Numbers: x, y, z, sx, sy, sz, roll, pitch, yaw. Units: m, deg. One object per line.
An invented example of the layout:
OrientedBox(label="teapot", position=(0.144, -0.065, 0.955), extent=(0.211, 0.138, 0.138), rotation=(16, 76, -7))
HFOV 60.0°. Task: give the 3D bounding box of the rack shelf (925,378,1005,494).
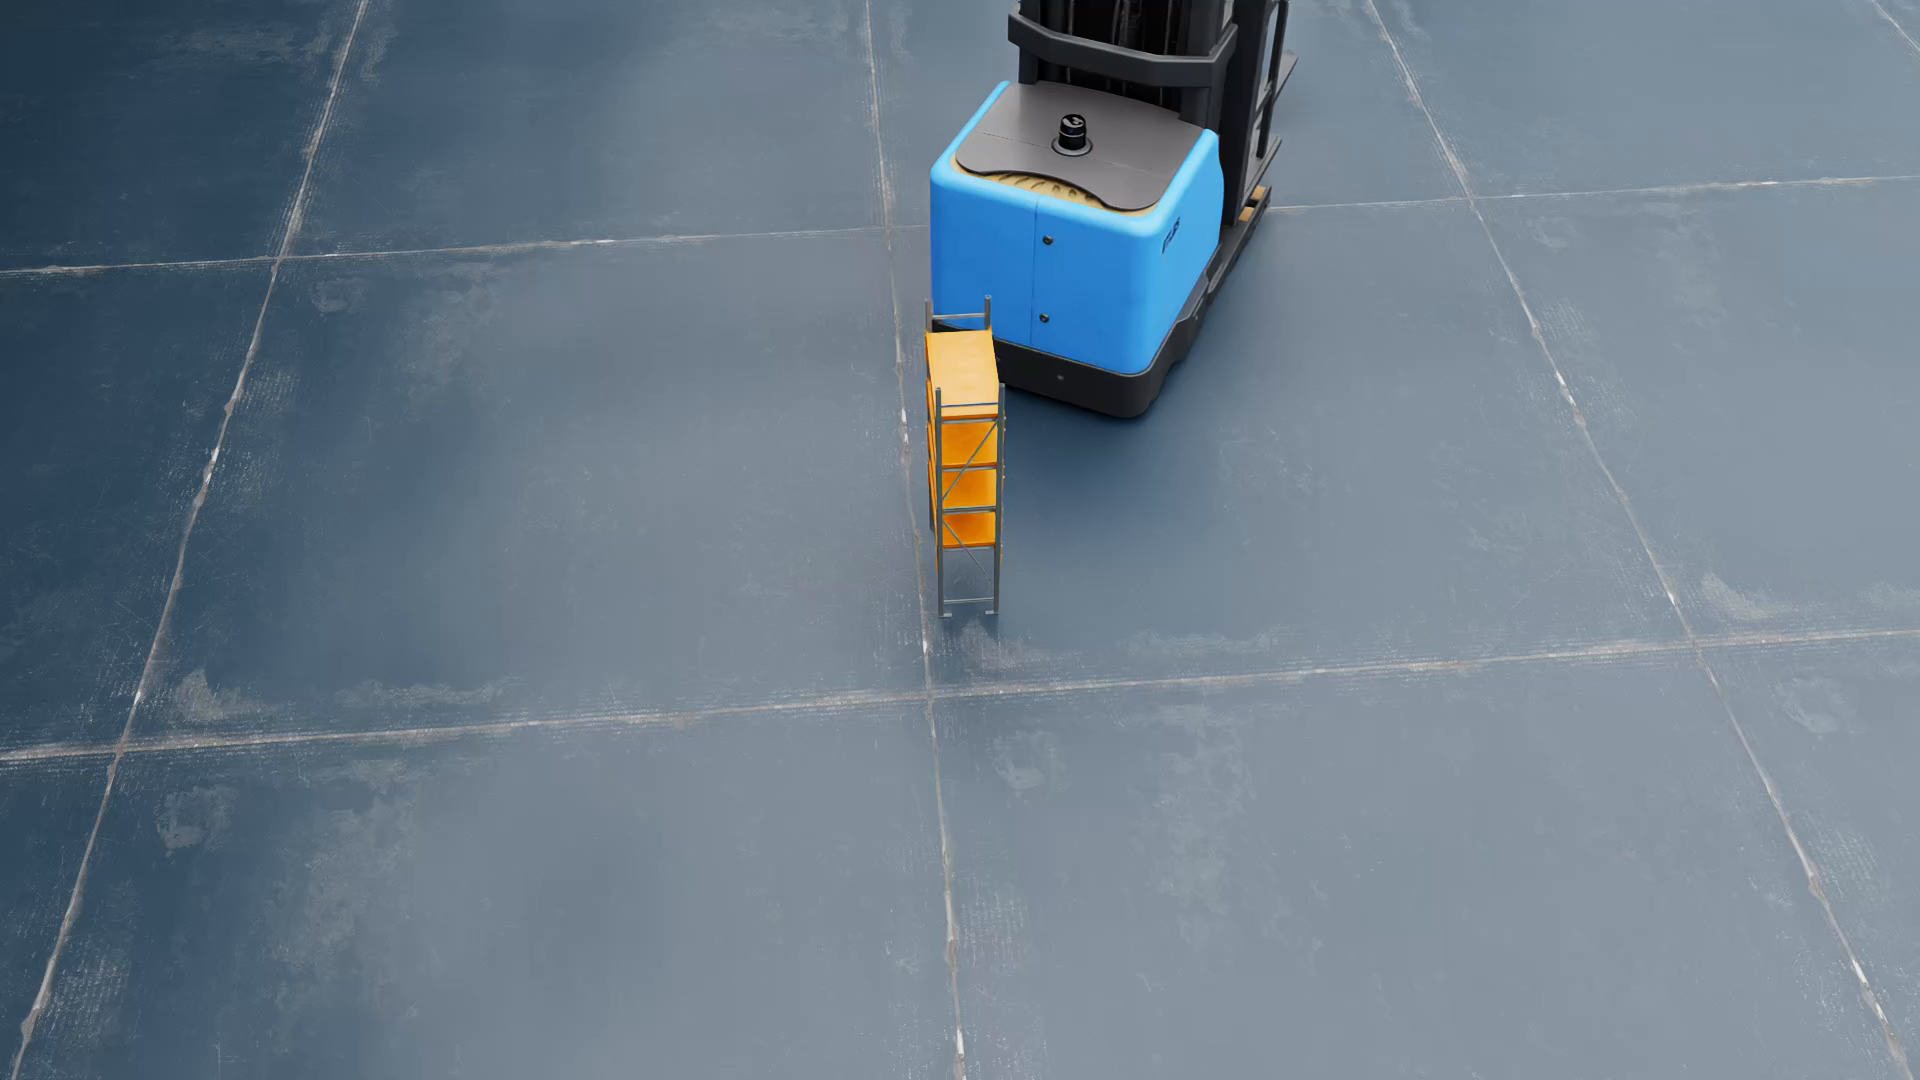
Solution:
OrientedBox(label="rack shelf", position=(0.014, -0.400, 6.224), extent=(0.258, 0.148, 0.480), rotation=(-3, 47, -3))

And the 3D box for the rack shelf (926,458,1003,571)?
OrientedBox(label="rack shelf", position=(0.014, -0.110, 6.530), extent=(0.258, 0.148, 0.480), rotation=(-3, 47, -3))

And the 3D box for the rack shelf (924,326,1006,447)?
OrientedBox(label="rack shelf", position=(0.014, -0.563, 6.052), extent=(0.258, 0.148, 0.480), rotation=(-3, 47, -3))

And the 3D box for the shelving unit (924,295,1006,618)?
OrientedBox(label="shelving unit", position=(0.014, -0.293, 6.337), extent=(0.258, 1.200, 0.503), rotation=(-3, 47, -3))

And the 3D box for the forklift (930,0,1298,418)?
OrientedBox(label="forklift", position=(0.924, -2.627, 7.356), extent=(1.130, 2.935, 3.031), rotation=(18, 49, 16))

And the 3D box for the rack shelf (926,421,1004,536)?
OrientedBox(label="rack shelf", position=(0.014, -0.247, 6.386), extent=(0.258, 0.148, 0.480), rotation=(-3, 47, -3))

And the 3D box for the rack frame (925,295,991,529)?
OrientedBox(label="rack frame", position=(-0.007, -0.469, 6.505), extent=(0.240, 1.200, 0.015), rotation=(-3, 47, -3))

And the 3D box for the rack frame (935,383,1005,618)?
OrientedBox(label="rack frame", position=(0.034, -0.116, 6.170), extent=(0.240, 1.200, 0.015), rotation=(-3, 47, -3))
